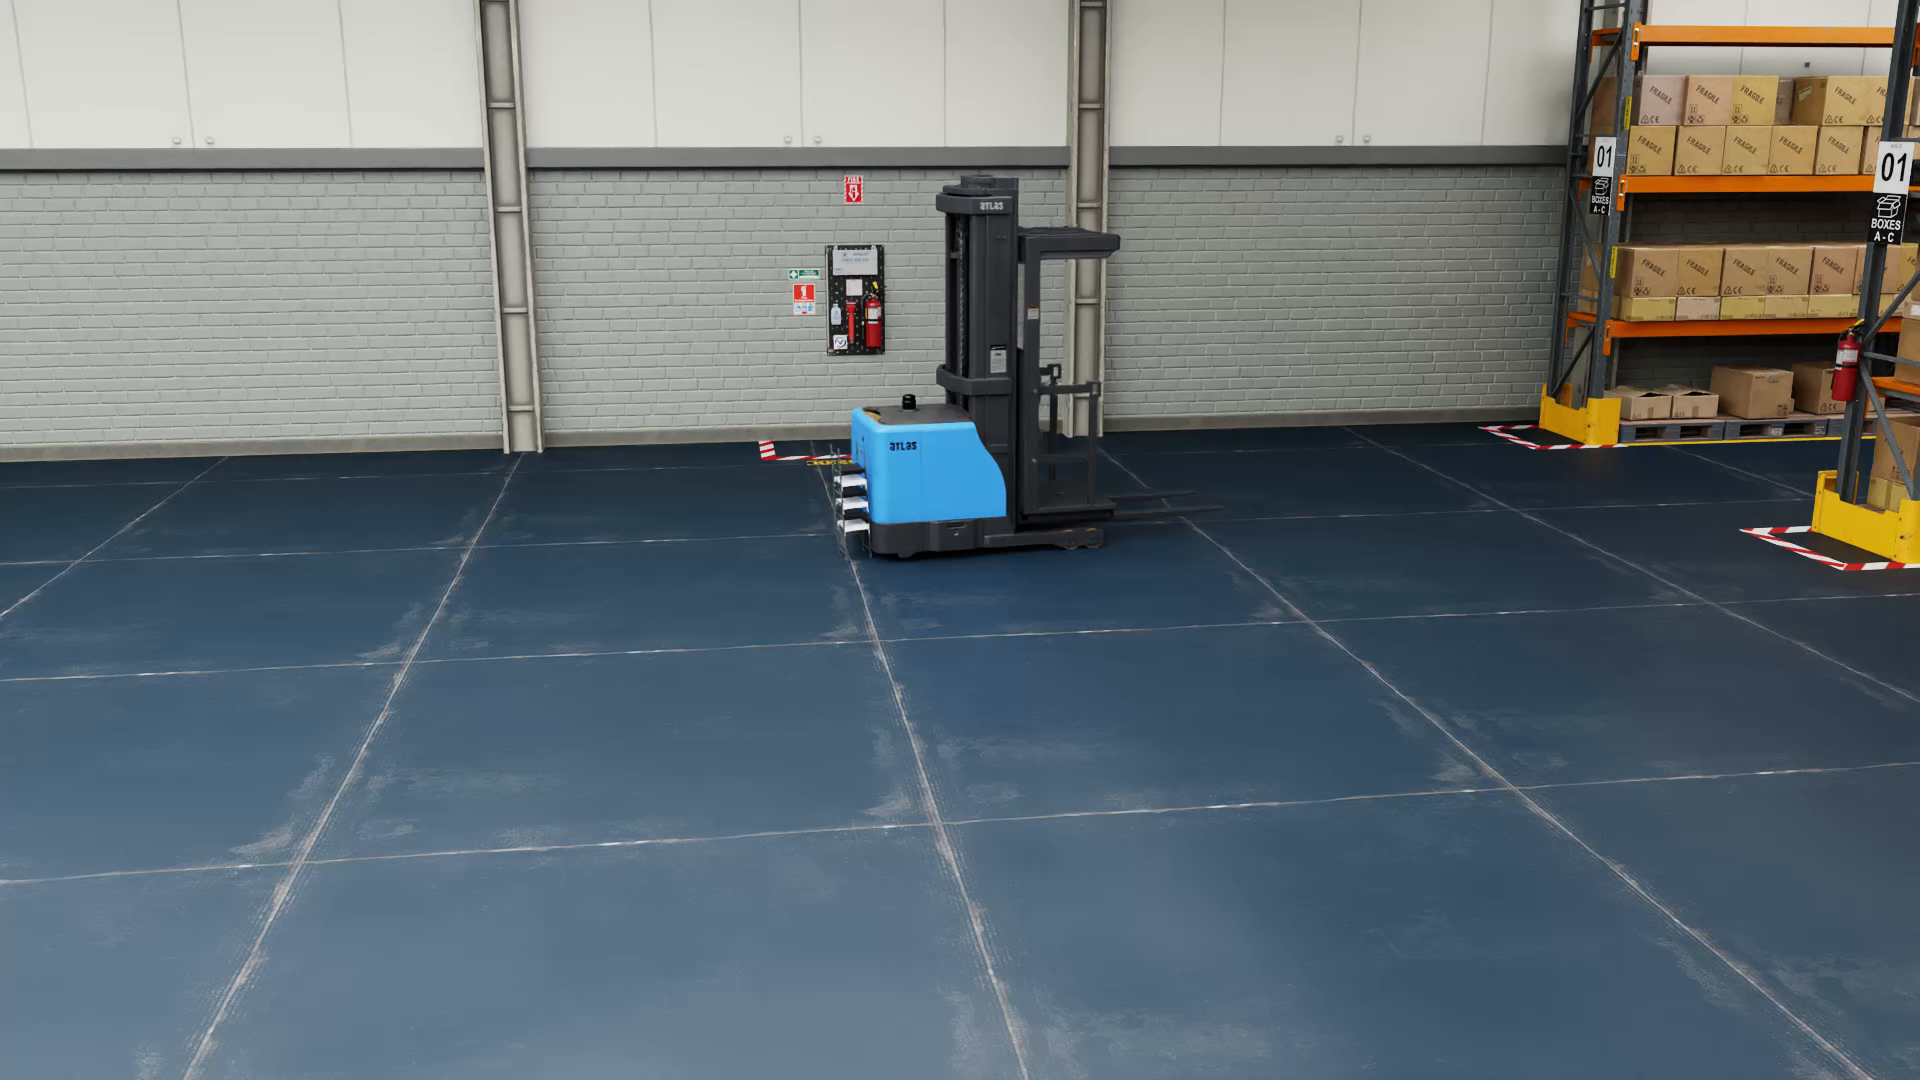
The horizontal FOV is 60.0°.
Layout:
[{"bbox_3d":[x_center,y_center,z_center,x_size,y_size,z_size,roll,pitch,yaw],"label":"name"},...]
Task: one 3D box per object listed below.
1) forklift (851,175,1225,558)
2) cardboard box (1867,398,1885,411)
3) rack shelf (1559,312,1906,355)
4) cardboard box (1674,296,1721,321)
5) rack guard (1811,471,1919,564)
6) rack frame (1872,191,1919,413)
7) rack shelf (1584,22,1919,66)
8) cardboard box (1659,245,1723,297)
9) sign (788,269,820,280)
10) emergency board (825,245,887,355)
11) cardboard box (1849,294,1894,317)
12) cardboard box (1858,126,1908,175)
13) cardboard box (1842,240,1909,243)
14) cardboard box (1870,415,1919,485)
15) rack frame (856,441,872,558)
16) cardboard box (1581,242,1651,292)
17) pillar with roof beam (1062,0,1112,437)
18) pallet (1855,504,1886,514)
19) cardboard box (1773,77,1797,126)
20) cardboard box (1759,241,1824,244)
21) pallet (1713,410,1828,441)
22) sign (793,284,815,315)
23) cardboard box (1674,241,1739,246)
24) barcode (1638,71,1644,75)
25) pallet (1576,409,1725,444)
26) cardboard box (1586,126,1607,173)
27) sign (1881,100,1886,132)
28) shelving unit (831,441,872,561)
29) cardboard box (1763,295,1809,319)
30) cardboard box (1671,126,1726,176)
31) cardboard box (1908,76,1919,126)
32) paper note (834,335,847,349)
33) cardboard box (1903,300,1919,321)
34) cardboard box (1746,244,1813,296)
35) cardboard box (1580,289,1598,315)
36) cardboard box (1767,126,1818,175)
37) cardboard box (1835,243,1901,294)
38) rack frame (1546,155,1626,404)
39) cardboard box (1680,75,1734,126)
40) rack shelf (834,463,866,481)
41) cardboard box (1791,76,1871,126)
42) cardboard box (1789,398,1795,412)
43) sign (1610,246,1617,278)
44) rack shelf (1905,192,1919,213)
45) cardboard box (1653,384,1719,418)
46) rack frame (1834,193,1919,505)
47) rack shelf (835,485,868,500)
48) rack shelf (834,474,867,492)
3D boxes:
[{"bbox_3d":[0.670,-1.458,13.508,3.031,2.935,1.130,-4,15,-15],"label":"forklift"},{"bbox_3d":[10.153,-1.562,18.706,0.250,0.166,0.380,-4,15,-16],"label":"cardboard box"},{"bbox_3d":[8.700,-2.329,18.319,4.000,0.370,1.077,-2,14,-8],"label":"rack shelf"},{"bbox_3d":[7.763,-2.505,17.813,0.500,0.250,0.500,-3,14,-10],"label":"cardboard box"},{"bbox_3d":[7.440,-0.200,13.492,0.348,0.500,1.175,-2,14,-8],"label":"rack guard"},{"bbox_3d":[10.678,-2.750,18.521,0.127,3.000,1.000,-2,14,-8],"label":"rack frame"},{"bbox_3d":[8.700,-5.237,17.590,4.000,0.370,1.077,-2,14,-8],"label":"rack shelf"},{"bbox_3d":[7.729,-2.866,17.710,0.500,0.500,0.500,-2,14,-8],"label":"cardboard box"},{"bbox_3d":[-1.653,-2.818,17.628,0.331,0.109,0.001,-2,14,-8],"label":"sign"},{"bbox_3d":[-1.097,-2.541,17.686,0.643,1.169,0.194,-2,14,-8],"label":"emergency board"},{"bbox_3d":[9.761,-2.581,18.113,0.500,0.250,0.500,-2,14,-8],"label":"cardboard box"},{"bbox_3d":[9.713,-4.170,17.770,0.500,0.500,0.500,-3,14,-13],"label":"cardboard box"},{"bbox_3d":[10.182,-3.084,18.578,0.500,0.500,0.500,-2,14,-10],"label":"cardboard box"},{"bbox_3d":[7.950,-0.738,13.747,0.500,0.500,0.500,-2,14,-8],"label":"cardboard box"},{"bbox_3d":[-0.760,-0.322,13.116,0.006,0.900,0.240,-8,16,-18],"label":"rack frame"},{"bbox_3d":[7.157,-2.974,18.139,0.500,0.500,0.500,-2,14,-9],"label":"cardboard box"},{"bbox_3d":[1.994,-4.495,13.148,0.400,9.000,9.100,-2,14,-8],"label":"pillar with roof beam"},{"bbox_3d":[8.214,-0.099,13.682,1.213,0.211,1.003,-2,14,-8],"label":"pallet"},{"bbox_3d":[8.637,-4.733,17.959,0.500,0.500,0.500,-2,14,-8],"label":"cardboard box"},{"bbox_3d":[9.176,-3.049,18.440,0.500,0.500,0.500,-2,14,-7],"label":"cardboard box"},{"bbox_3d":[8.810,-1.320,18.549,1.213,0.211,1.003,-2,14,-8],"label":"pallet"},{"bbox_3d":[-1.659,-2.563,17.701,0.234,0.329,0.001,-2,14,-8],"label":"sign"},{"bbox_3d":[8.167,-3.010,18.281,0.500,0.500,0.500,-2,14,-10],"label":"cardboard box"},{"bbox_3d":[7.350,-5.030,17.953,0.075,0.075,0.001,-2,14,-8],"label":"barcode"},{"bbox_3d":[7.606,-1.276,18.376,1.213,0.211,1.003,-2,14,-8],"label":"pallet"},{"bbox_3d":[7.097,-4.194,17.866,0.500,0.500,0.500,-1,14,-4],"label":"cardboard box"},{"bbox_3d":[7.397,-3.391,13.251,0.005,0.325,0.100,-2,14,-8],"label":"sign"},{"bbox_3d":[-0.856,-0.309,13.085,0.210,0.900,0.258,-8,16,-18],"label":"shelving unit"},{"bbox_3d":[8.768,-2.540,17.952,0.500,0.250,0.500,-2,14,-8],"label":"cardboard box"},{"bbox_3d":[7.627,-4.081,17.415,0.500,0.500,0.500,-1,14,-5],"label":"cardboard box"},{"bbox_3d":[10.223,-4.665,17.687,0.500,0.500,0.500,-3,14,-13],"label":"cardboard box"},{"bbox_3d":[-1.282,-2.124,17.834,0.142,0.148,0.016,-2,14,-8],"label":"paper note"},{"bbox_3d":[7.813,-1.836,13.339,0.250,0.149,0.380,-2,14,-9],"label":"cardboard box"},{"bbox_3d":[8.750,-2.905,17.864,0.500,0.500,0.500,-2,14,-7],"label":"cardboard box"},{"bbox_3d":[7.156,-2.605,18.212,0.500,0.250,0.500,-2,14,-7],"label":"cardboard box"},{"bbox_3d":[8.666,-4.125,17.592,0.500,0.500,0.500,-1,14,-5],"label":"cardboard box"},{"bbox_3d":[9.764,-2.940,18.003,0.500,0.500,0.500,-2,14,-9],"label":"cardboard box"},{"bbox_3d":[6.722,-2.605,17.943,0.127,3.000,1.000,-2,14,-8],"label":"rack frame"},{"bbox_3d":[7.643,-4.565,17.288,0.500,0.500,0.500,-2,14,-9],"label":"cardboard box"},{"bbox_3d":[-0.867,-0.538,13.024,0.200,0.077,0.258,-8,16,-18],"label":"rack shelf"},{"bbox_3d":[9.167,-4.621,17.512,0.500,0.500,0.500,-3,14,-10],"label":"cardboard box"},{"bbox_3d":[9.093,-1.527,18.602,0.250,0.149,0.380,-3,14,-13],"label":"cardboard box"},{"bbox_3d":[6.803,-2.894,17.317,0.005,0.325,0.100,-2,14,-8],"label":"sign"},{"bbox_3d":[9.442,-2.592,13.203,4.000,0.370,1.077,-2,14,-8],"label":"rack shelf"},{"bbox_3d":[7.984,-1.538,18.312,0.500,0.311,0.500,-1,14,-4],"label":"cardboard box"},{"bbox_3d":[7.464,-1.414,13.192,0.127,3.000,1.000,-2,14,-8],"label":"rack frame"},{"bbox_3d":[-0.859,-0.364,13.071,0.200,0.077,0.258,-8,16,-18],"label":"rack shelf"},{"bbox_3d":[-0.863,-0.451,13.048,0.200,0.077,0.258,-8,16,-18],"label":"rack shelf"}]
